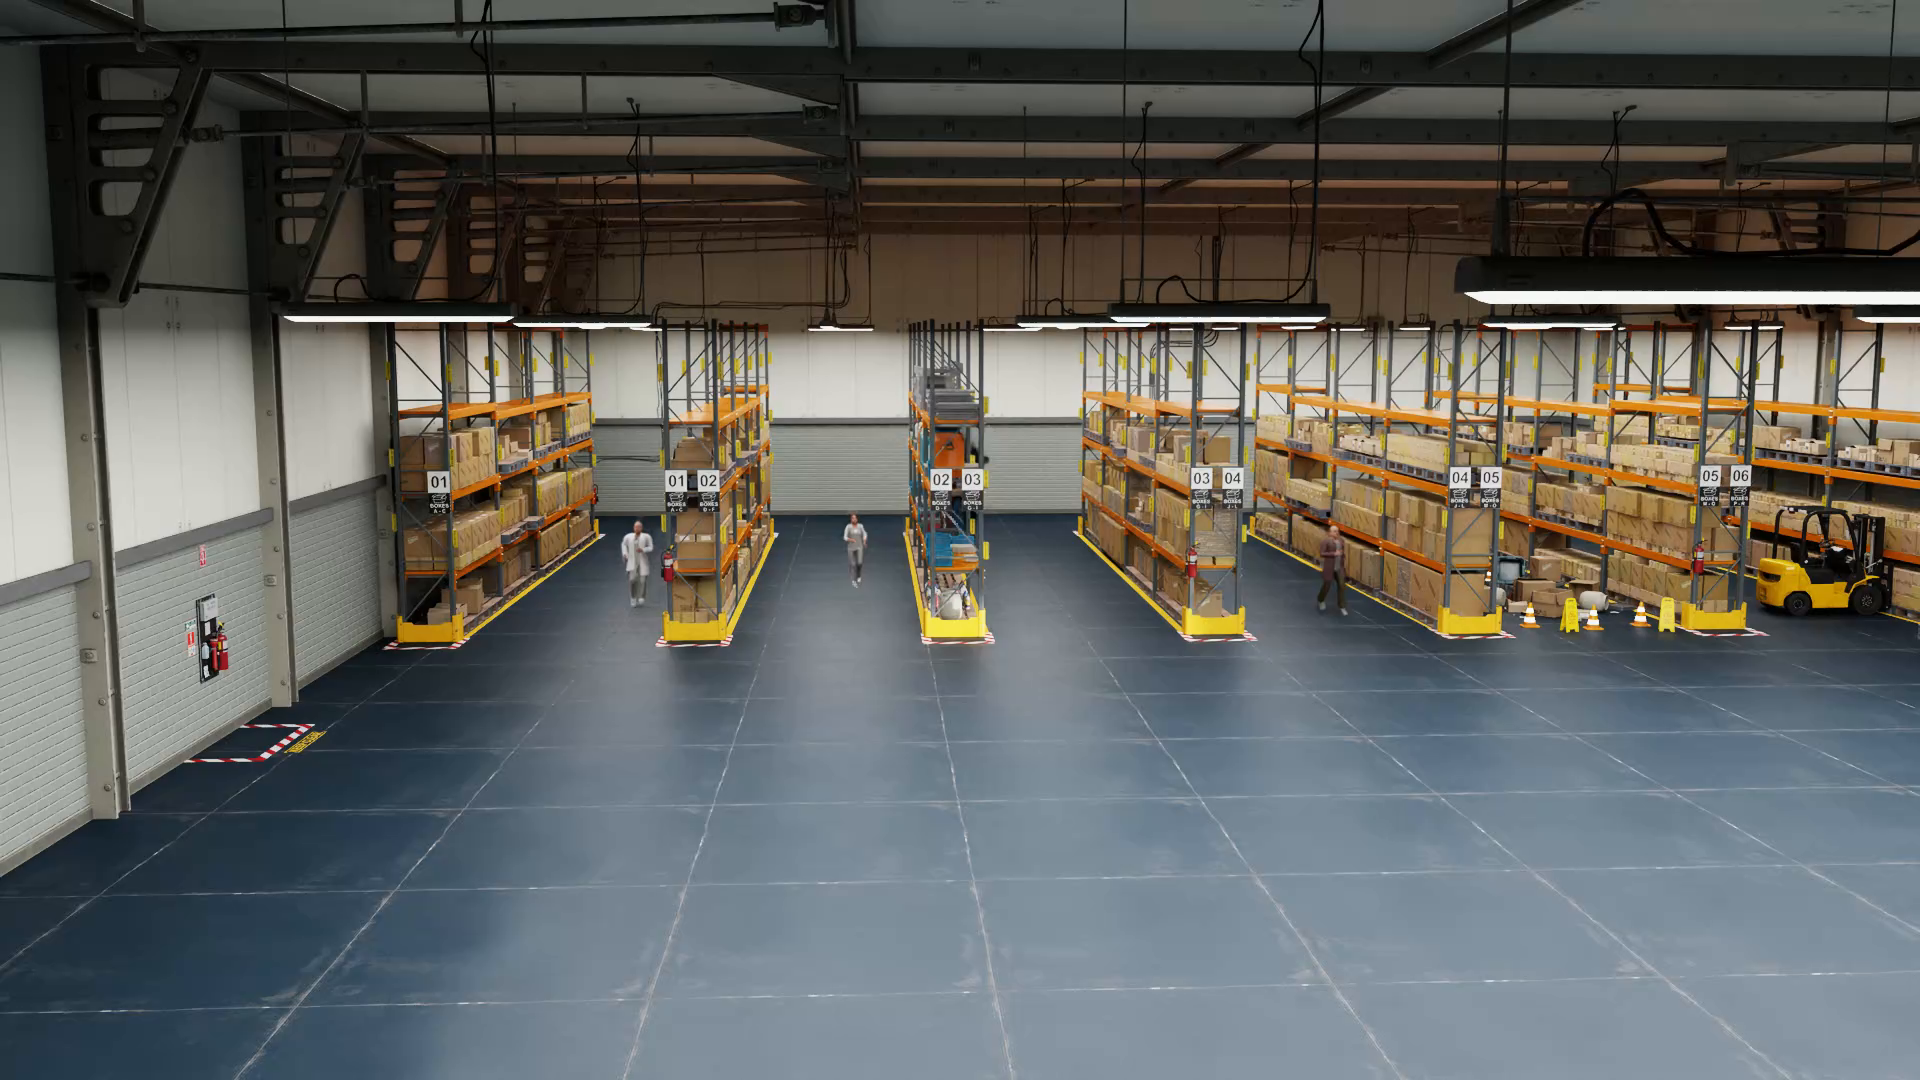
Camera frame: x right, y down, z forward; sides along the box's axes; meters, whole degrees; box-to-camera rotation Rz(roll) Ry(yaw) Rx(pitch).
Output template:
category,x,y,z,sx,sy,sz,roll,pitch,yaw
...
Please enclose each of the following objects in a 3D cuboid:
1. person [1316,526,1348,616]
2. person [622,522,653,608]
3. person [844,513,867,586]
category,x,y,z,sx,sy,sz,roll,pitch,yaw
person,7.645,0.607,34.076,0.686,1.779,1.013,-2,7,-15
person,-6.800,0.492,35.081,0.672,1.754,0.764,-1,7,-8
person,-2.249,0.219,35.874,0.515,1.585,0.610,-1,7,-8
